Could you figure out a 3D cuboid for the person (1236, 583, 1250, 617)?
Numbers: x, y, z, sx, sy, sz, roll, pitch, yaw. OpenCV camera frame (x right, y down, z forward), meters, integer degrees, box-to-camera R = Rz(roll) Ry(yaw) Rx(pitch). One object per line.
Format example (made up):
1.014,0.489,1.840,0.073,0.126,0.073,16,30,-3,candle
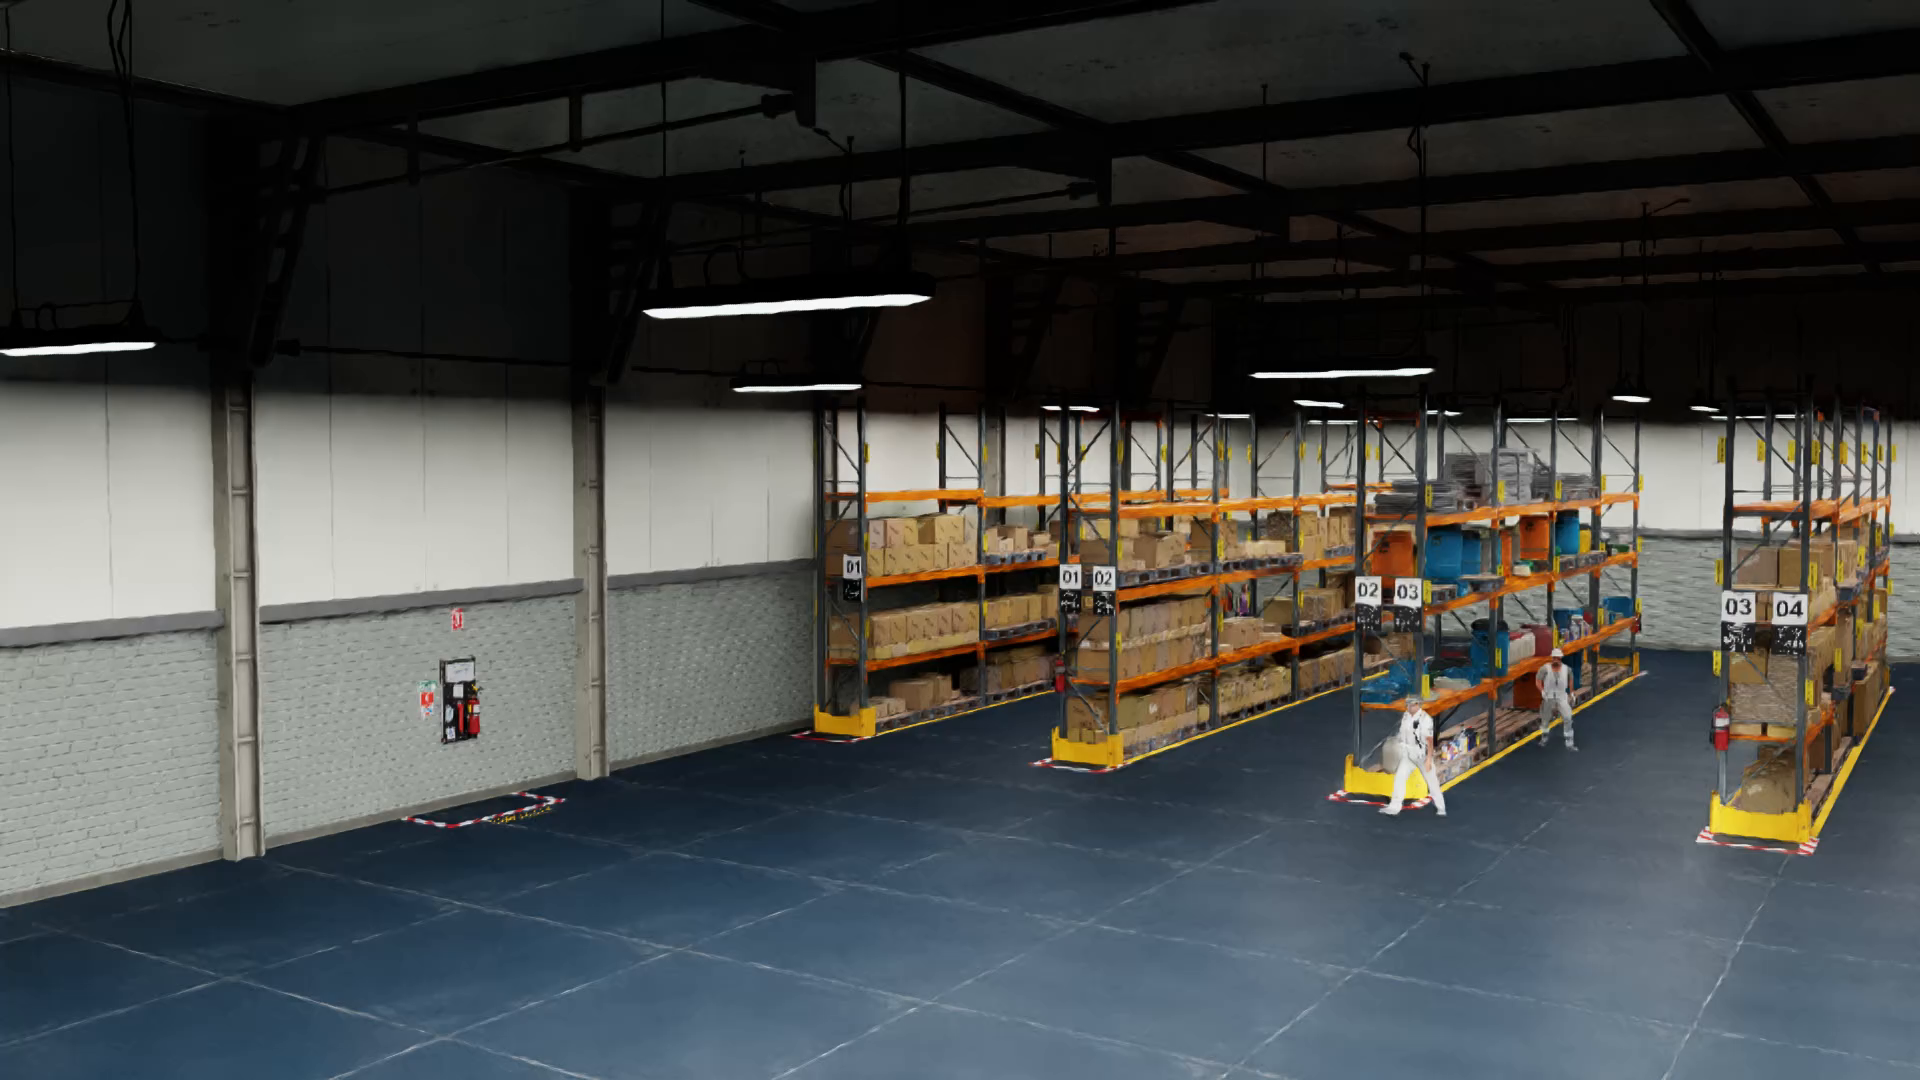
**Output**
7.460,1.925,43.755,0.544,1.559,0.471,-1,3,-19,person

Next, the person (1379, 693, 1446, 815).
6.273,2.945,22.883,0.969,1.711,0.586,-2,4,-33,person

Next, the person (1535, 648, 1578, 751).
10.022,2.664,27.969,0.688,1.719,0.822,1,3,15,person
